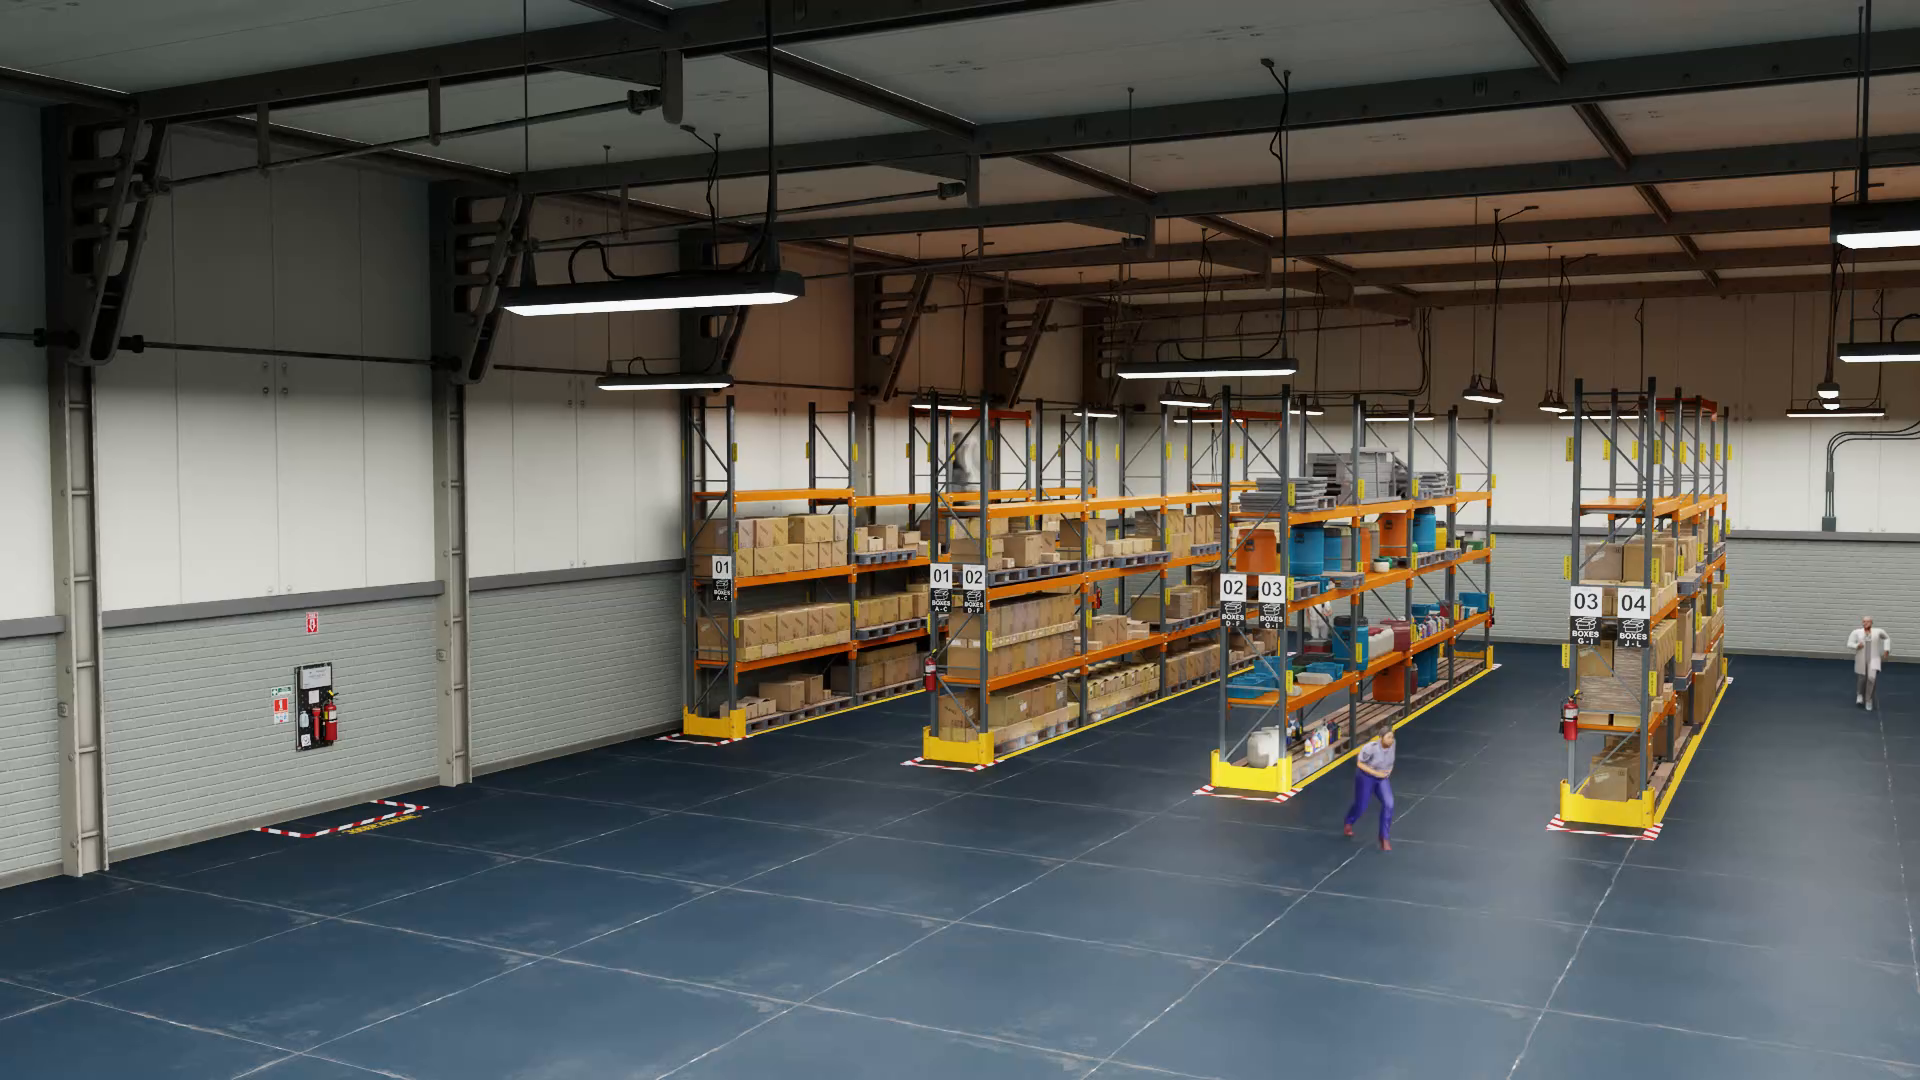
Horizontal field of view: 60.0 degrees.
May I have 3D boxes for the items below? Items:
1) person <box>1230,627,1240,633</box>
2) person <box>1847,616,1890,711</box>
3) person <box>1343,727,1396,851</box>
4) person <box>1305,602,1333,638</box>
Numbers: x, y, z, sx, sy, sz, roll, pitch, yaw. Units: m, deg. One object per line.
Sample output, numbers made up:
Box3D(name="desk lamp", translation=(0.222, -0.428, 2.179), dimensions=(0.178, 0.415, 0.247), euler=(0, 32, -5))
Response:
Box3D(name="person", translation=(7.127, 1.859, 43.722), dimensions=(0.719, 1.770, 0.972), euler=(-2, 3, -30))
Box3D(name="person", translation=(17.791, 2.405, 32.567), dimensions=(0.729, 1.838, 0.989), euler=(2, 4, 33))
Box3D(name="person", translation=(5.242, 3.131, 21.266), dimensions=(0.649, 1.612, 0.949), euler=(-1, 3, -23))
Box3D(name="person", translation=(8.548, 2.038, 39.662), dimensions=(0.667, 1.794, 0.873), euler=(1, 3, 17))
